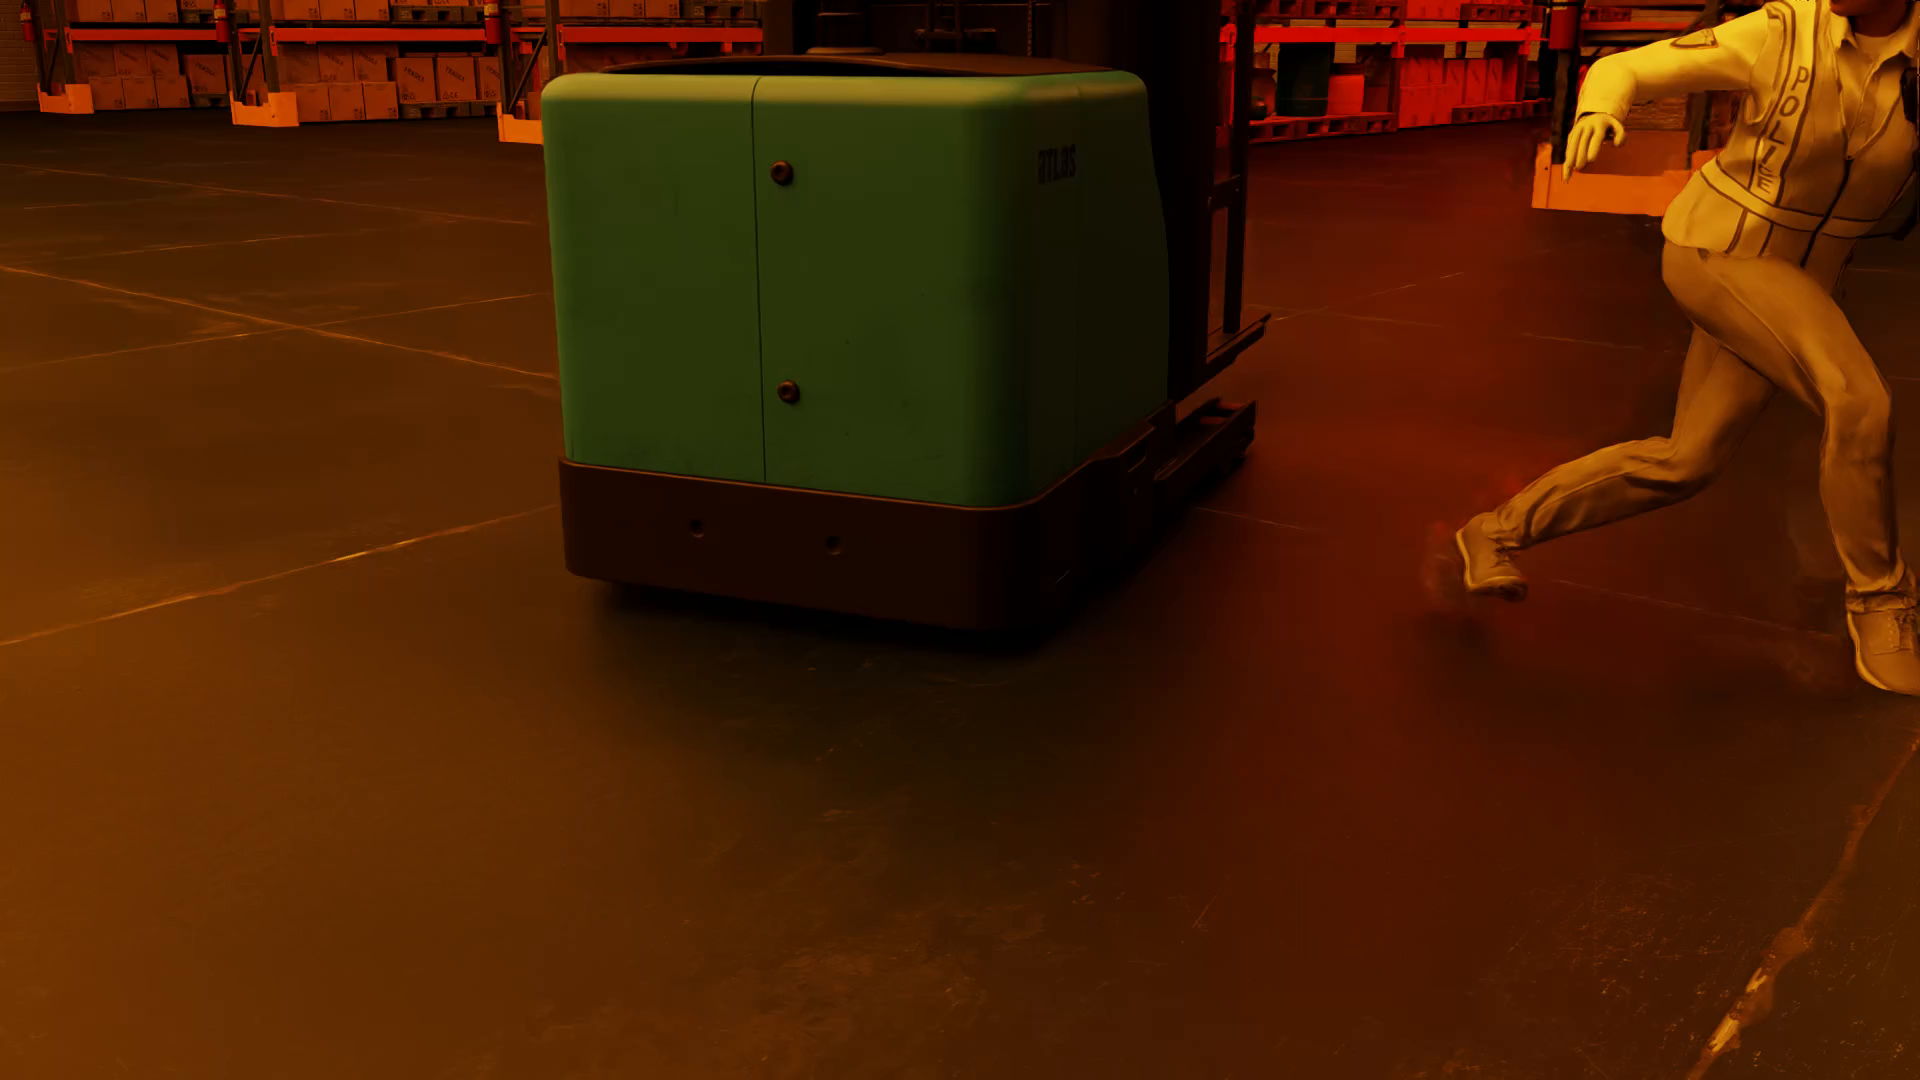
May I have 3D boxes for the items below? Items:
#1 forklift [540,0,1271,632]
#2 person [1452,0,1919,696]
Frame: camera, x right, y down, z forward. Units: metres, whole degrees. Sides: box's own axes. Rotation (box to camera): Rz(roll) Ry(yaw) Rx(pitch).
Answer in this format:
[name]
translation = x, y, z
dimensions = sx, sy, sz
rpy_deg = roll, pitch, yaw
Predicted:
[forklift]
translation = 0.193, -1.616, 4.219
dimensions = 1.130, 2.935, 3.031
rpy_deg = 7, 18, 21
[person]
translation = 1.471, -0.446, 2.993
dimensions = 0.857, 1.473, 1.034
rpy_deg = -6, 18, -18
